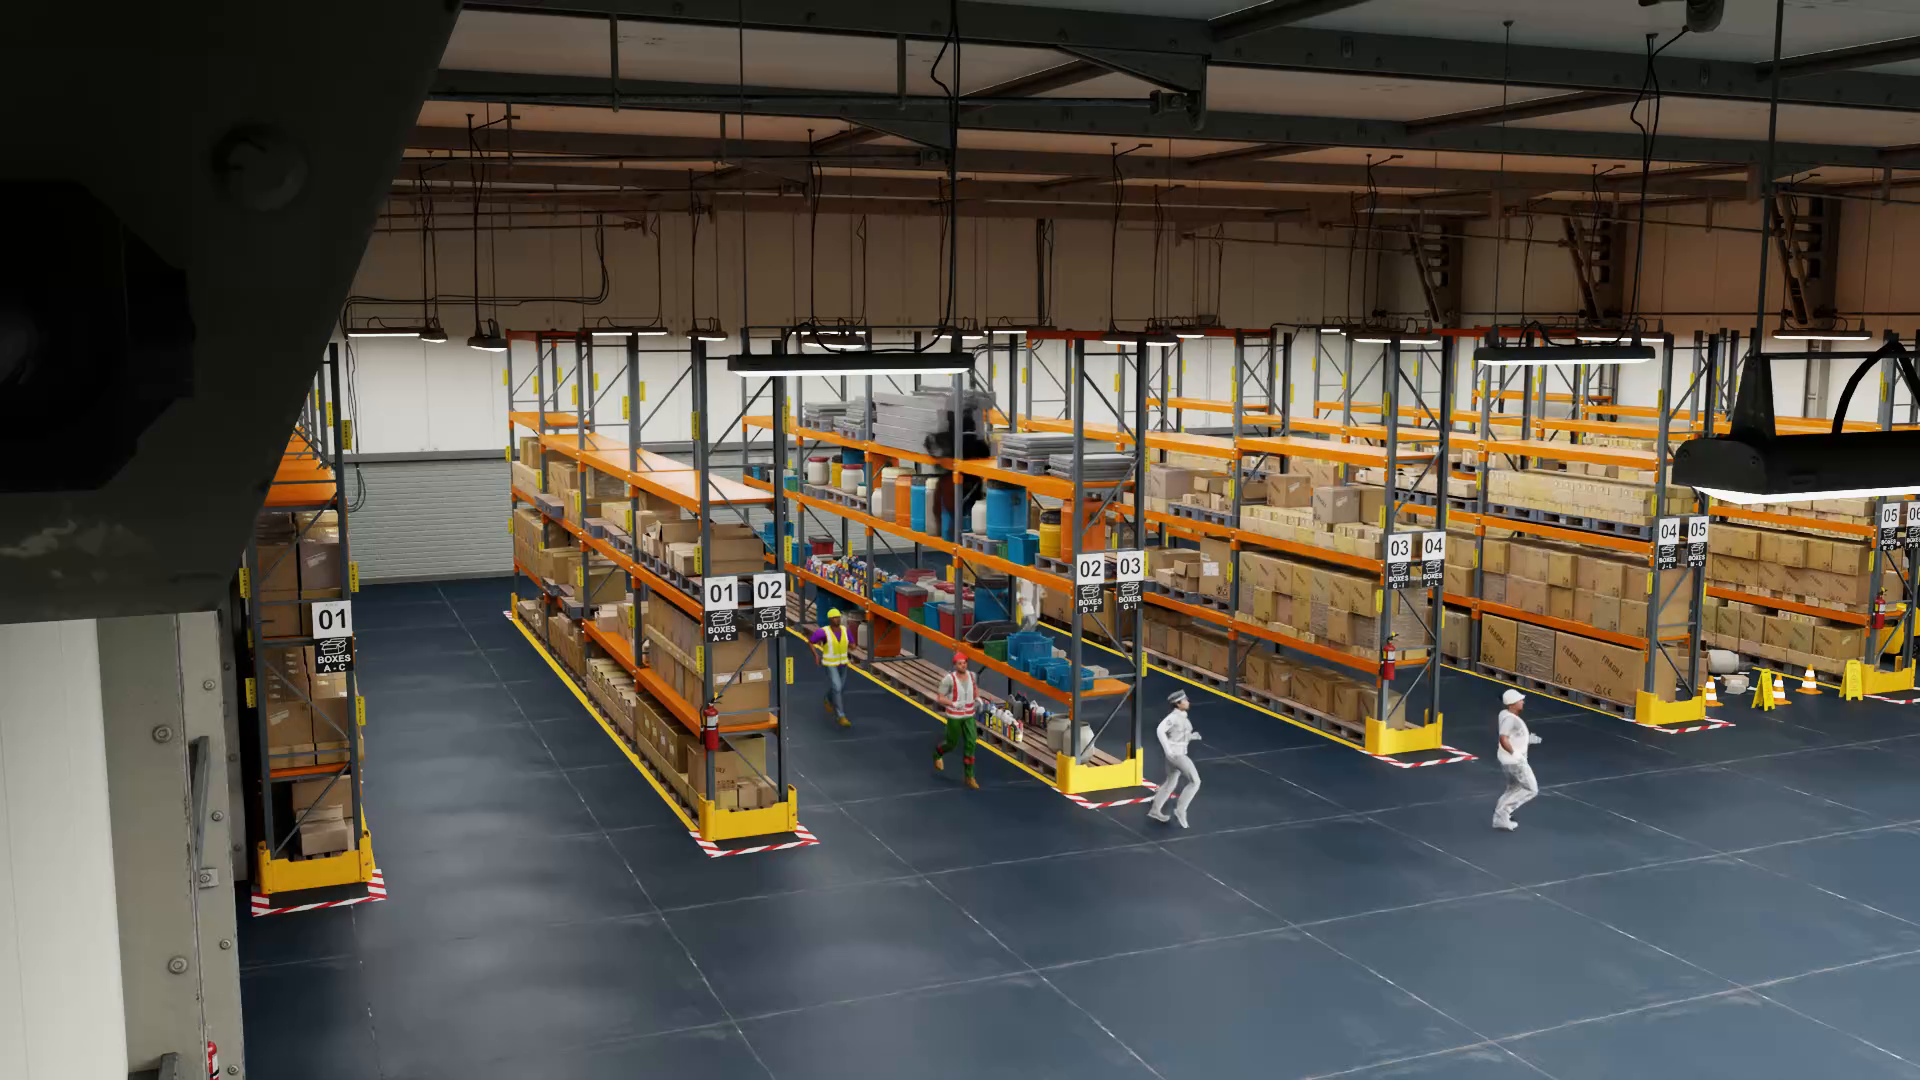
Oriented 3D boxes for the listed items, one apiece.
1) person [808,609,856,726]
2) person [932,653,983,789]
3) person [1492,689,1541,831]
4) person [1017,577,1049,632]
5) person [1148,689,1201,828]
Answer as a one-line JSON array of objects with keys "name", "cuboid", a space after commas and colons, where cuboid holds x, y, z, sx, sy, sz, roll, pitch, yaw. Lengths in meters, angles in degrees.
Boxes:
[{"name": "person", "cuboid": [-1.927, 1.931, 25.769, 0.700, 1.754, 0.989, -6, 10, -36]}, {"name": "person", "cuboid": [-0.013, 2.391, 22.517, 0.668, 1.790, 0.993, -4, 9, -25]}, {"name": "person", "cuboid": [6.842, 2.693, 20.373, 0.609, 1.740, 0.667, 1, 8, 5]}, {"name": "person", "cuboid": [1.328, 1.229, 31.155, 0.680, 1.750, 0.696, -6, 10, -35]}, {"name": "person", "cuboid": [2.678, 2.699, 20.728, 0.645, 1.720, 0.617, 1, 8, 6]}]
